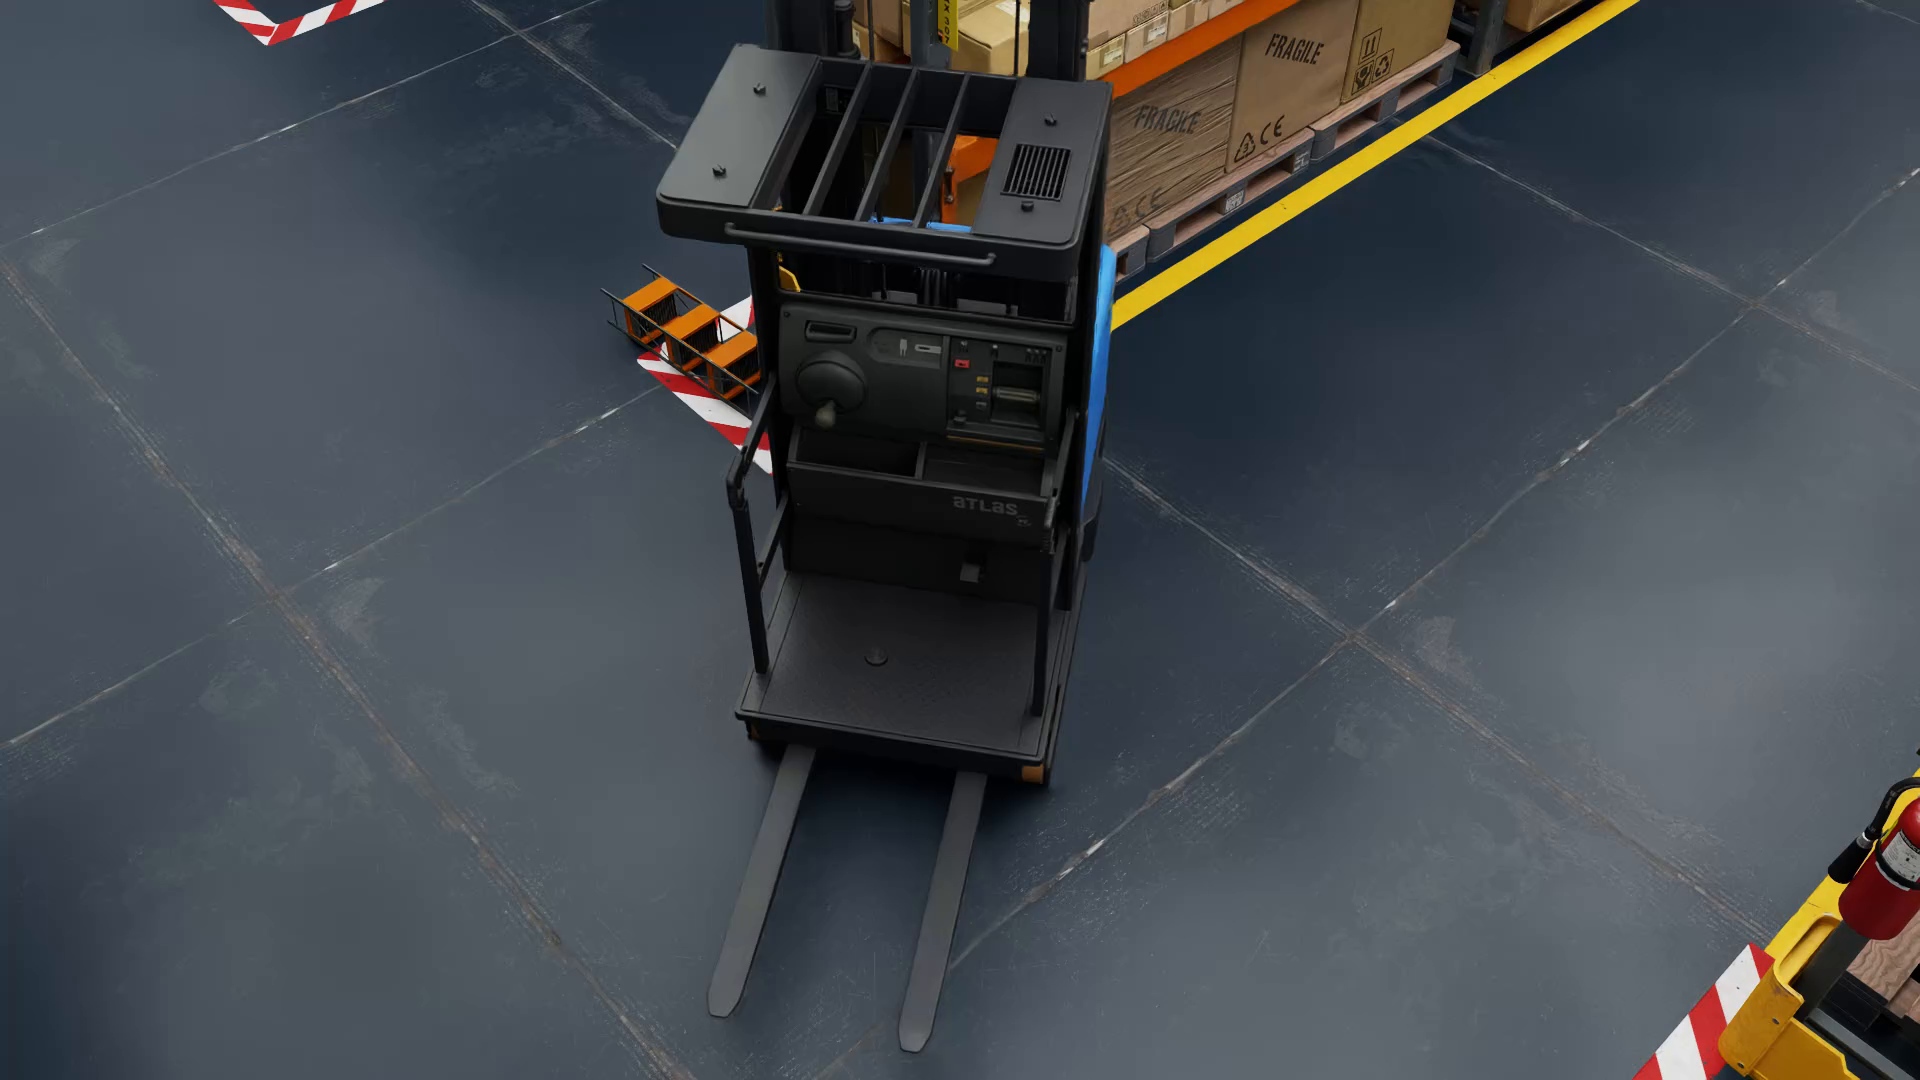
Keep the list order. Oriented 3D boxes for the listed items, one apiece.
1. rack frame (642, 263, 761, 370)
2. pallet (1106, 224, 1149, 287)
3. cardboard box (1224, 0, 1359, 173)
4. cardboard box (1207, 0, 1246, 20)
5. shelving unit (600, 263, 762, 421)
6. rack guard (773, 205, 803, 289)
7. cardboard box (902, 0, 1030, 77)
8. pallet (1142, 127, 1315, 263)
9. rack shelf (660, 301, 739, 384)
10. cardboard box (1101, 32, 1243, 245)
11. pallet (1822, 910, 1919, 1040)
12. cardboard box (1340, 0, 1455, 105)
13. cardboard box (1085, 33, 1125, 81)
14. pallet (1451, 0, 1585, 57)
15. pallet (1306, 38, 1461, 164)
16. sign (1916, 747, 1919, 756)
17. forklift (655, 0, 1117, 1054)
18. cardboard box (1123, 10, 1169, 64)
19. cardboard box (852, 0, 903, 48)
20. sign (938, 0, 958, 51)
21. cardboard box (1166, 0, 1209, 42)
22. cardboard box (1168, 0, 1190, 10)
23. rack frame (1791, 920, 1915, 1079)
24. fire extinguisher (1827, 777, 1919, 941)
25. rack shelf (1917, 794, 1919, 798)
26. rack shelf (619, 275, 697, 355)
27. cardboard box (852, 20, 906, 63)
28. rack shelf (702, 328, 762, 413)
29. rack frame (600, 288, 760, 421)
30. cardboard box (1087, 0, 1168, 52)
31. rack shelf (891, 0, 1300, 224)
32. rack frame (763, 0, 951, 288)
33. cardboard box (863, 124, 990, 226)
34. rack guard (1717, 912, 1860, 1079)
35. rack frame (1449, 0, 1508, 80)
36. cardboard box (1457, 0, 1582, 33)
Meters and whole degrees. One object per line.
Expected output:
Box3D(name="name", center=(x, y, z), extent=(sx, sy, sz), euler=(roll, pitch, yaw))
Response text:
Box3D(name="rack frame", center=(-1.080, -0.949, 7.512), extent=(1.050, 0.200, 0.008), euler=(34, 56, 27))
Box3D(name="pallet", center=(0.127, -1.364, 7.918), extent=(1.213, 0.211, 1.003), euler=(-34, 56, -27))
Box3D(name="cardboard box", center=(1.339, -2.544, 8.269), extent=(0.875, 0.875, 0.875), euler=(-34, 56, -27))
Box3D(name="cardboard box", center=(1.022, -2.420, 7.166), extent=(0.250, 0.149, 0.380), euler=(-34, 56, -27))
Box3D(name="shelving unit", center=(-1.162, -0.883, 7.451), extent=(1.050, 0.215, 0.252), euler=(34, 56, 27))
Box3D(name="rack guard", center=(-0.430, -1.012, 7.397), extent=(0.348, 0.500, 1.175), euler=(-34, 56, -27))
Box3D(name="cardboard box", center=(0.125, -2.012, 6.519), extent=(0.500, 0.250, 0.500), euler=(-35, 56, -28))
Box3D(name="pallet", center=(1.029, -1.964, 8.472), extent=(1.213, 0.211, 1.003), euler=(-34, 56, -27))
Box3D(name="rack shelf", center=(-1.155, -0.878, 7.446), extent=(0.259, 0.215, 0.240), euler=(34, 56, 27))
Box3D(name="cardboard box", center=(0.681, -2.104, 7.863), extent=(0.875, 0.875, 0.875), euler=(-34, 56, -27))
Box3D(name="pallet", center=(3.556, 1.380, 5.386), extent=(1.213, 0.211, 1.003), euler=(-34, 56, -27))
Box3D(name="cardboard box", center=(2.005, -2.989, 8.680), extent=(0.875, 0.875, 0.875), euler=(-34, 56, -27))
Box3D(name="cardboard box", center=(0.451, -2.037, 6.813), extent=(0.250, 0.149, 0.380), euler=(-35, 56, -28))
Box3D(name="pallet", center=(3.068, -3.326, 9.729), extent=(1.213, 0.211, 1.003), euler=(-34, 56, -27))
Box3D(name="pallet", center=(1.932, -2.570, 9.031), extent=(1.213, 0.211, 1.003), euler=(-34, 56, -27))
Box3D(name="sign", center=(2.538, 0.475, 4.213), extent=(0.005, 0.325, 0.100), euler=(-34, 56, -27))
Box3D(name="forklift", center=(-0.165, -0.420, 5.196), extent=(1.130, 2.935, 3.031), euler=(8, 48, 7))
Box3D(name="cardboard box", center=(0.643, -2.167, 6.932), extent=(0.250, 0.149, 0.380), euler=(-35, 56, -28))
Box3D(name="cardboard box", center=(-0.232, -2.306, 6.789), extent=(0.500, 0.250, 0.500), euler=(-35, 56, -28))
Box3D(name="sign", center=(-0.043, -1.887, 5.861), extent=(0.005, 0.325, 0.100), euler=(-34, 56, -27))
Box3D(name="cardboard box", center=(0.832, -2.292, 7.048), extent=(0.250, 0.149, 0.380), euler=(-35, 56, -28))
Box3D(name="cardboard box", center=(0.879, -2.519, 6.987), extent=(0.500, 0.250, 0.500), euler=(-36, 57, -28))
Box3D(name="rack frame", center=(2.920, 0.821, 4.004), extent=(0.127, 3.000, 1.000), euler=(-34, 56, -27))
Box3D(name="fire extinguisher", center=(2.503, 0.802, 4.329), extent=(0.183, 0.674, 0.296), euler=(-34, 56, -27))
Box3D(name="rack shelf", center=(4.400, 0.077, 5.181), extent=(4.000, 0.370, 1.077), euler=(-34, 56, -27))
Box3D(name="rack shelf", center=(-1.364, -1.019, 7.576), extent=(0.259, 0.215, 0.240), euler=(34, 56, 27))
Box3D(name="cardboard box", center=(-0.370, -2.142, 6.909), extent=(0.250, 0.149, 0.380), euler=(-33, 55, -27))
Box3D(name="rack shelf", center=(-0.950, -0.740, 7.319), extent=(0.259, 0.215, 0.240), euler=(34, 56, 27))
Box3D(name="rack frame", center=(-1.245, -0.817, 7.390), extent=(1.050, 0.200, 0.008), euler=(34, 56, 27))
Box3D(name="cardboard box", center=(0.505, -2.273, 6.759), extent=(0.500, 0.250, 0.500), euler=(-34, 56, -28))
Box3D(name="rack shelf", center=(1.068, -2.617, 7.666), extent=(4.000, 0.370, 1.077), euler=(-34, 56, -27))
Box3D(name="rack frame", center=(-0.412, -1.872, 6.489), extent=(0.127, 3.000, 1.000), euler=(-34, 56, -27))
Box3D(name="cardboard box", center=(0.008, -1.654, 7.448), extent=(0.875, 0.875, 0.875), euler=(-34, 56, -27))
Box3D(name="rack guard", center=(2.911, 1.688, 4.906), extent=(0.348, 0.500, 1.175), euler=(-34, 56, -27))
Box3D(name="rack frame", center=(2.547, -3.850, 8.314), extent=(0.127, 3.000, 1.000), euler=(-34, 56, -27))
Box3D(name="cardboard box", center=(3.008, -3.599, 9.243), extent=(0.875, 0.875, 1.225), euler=(-34, 56, -27))
